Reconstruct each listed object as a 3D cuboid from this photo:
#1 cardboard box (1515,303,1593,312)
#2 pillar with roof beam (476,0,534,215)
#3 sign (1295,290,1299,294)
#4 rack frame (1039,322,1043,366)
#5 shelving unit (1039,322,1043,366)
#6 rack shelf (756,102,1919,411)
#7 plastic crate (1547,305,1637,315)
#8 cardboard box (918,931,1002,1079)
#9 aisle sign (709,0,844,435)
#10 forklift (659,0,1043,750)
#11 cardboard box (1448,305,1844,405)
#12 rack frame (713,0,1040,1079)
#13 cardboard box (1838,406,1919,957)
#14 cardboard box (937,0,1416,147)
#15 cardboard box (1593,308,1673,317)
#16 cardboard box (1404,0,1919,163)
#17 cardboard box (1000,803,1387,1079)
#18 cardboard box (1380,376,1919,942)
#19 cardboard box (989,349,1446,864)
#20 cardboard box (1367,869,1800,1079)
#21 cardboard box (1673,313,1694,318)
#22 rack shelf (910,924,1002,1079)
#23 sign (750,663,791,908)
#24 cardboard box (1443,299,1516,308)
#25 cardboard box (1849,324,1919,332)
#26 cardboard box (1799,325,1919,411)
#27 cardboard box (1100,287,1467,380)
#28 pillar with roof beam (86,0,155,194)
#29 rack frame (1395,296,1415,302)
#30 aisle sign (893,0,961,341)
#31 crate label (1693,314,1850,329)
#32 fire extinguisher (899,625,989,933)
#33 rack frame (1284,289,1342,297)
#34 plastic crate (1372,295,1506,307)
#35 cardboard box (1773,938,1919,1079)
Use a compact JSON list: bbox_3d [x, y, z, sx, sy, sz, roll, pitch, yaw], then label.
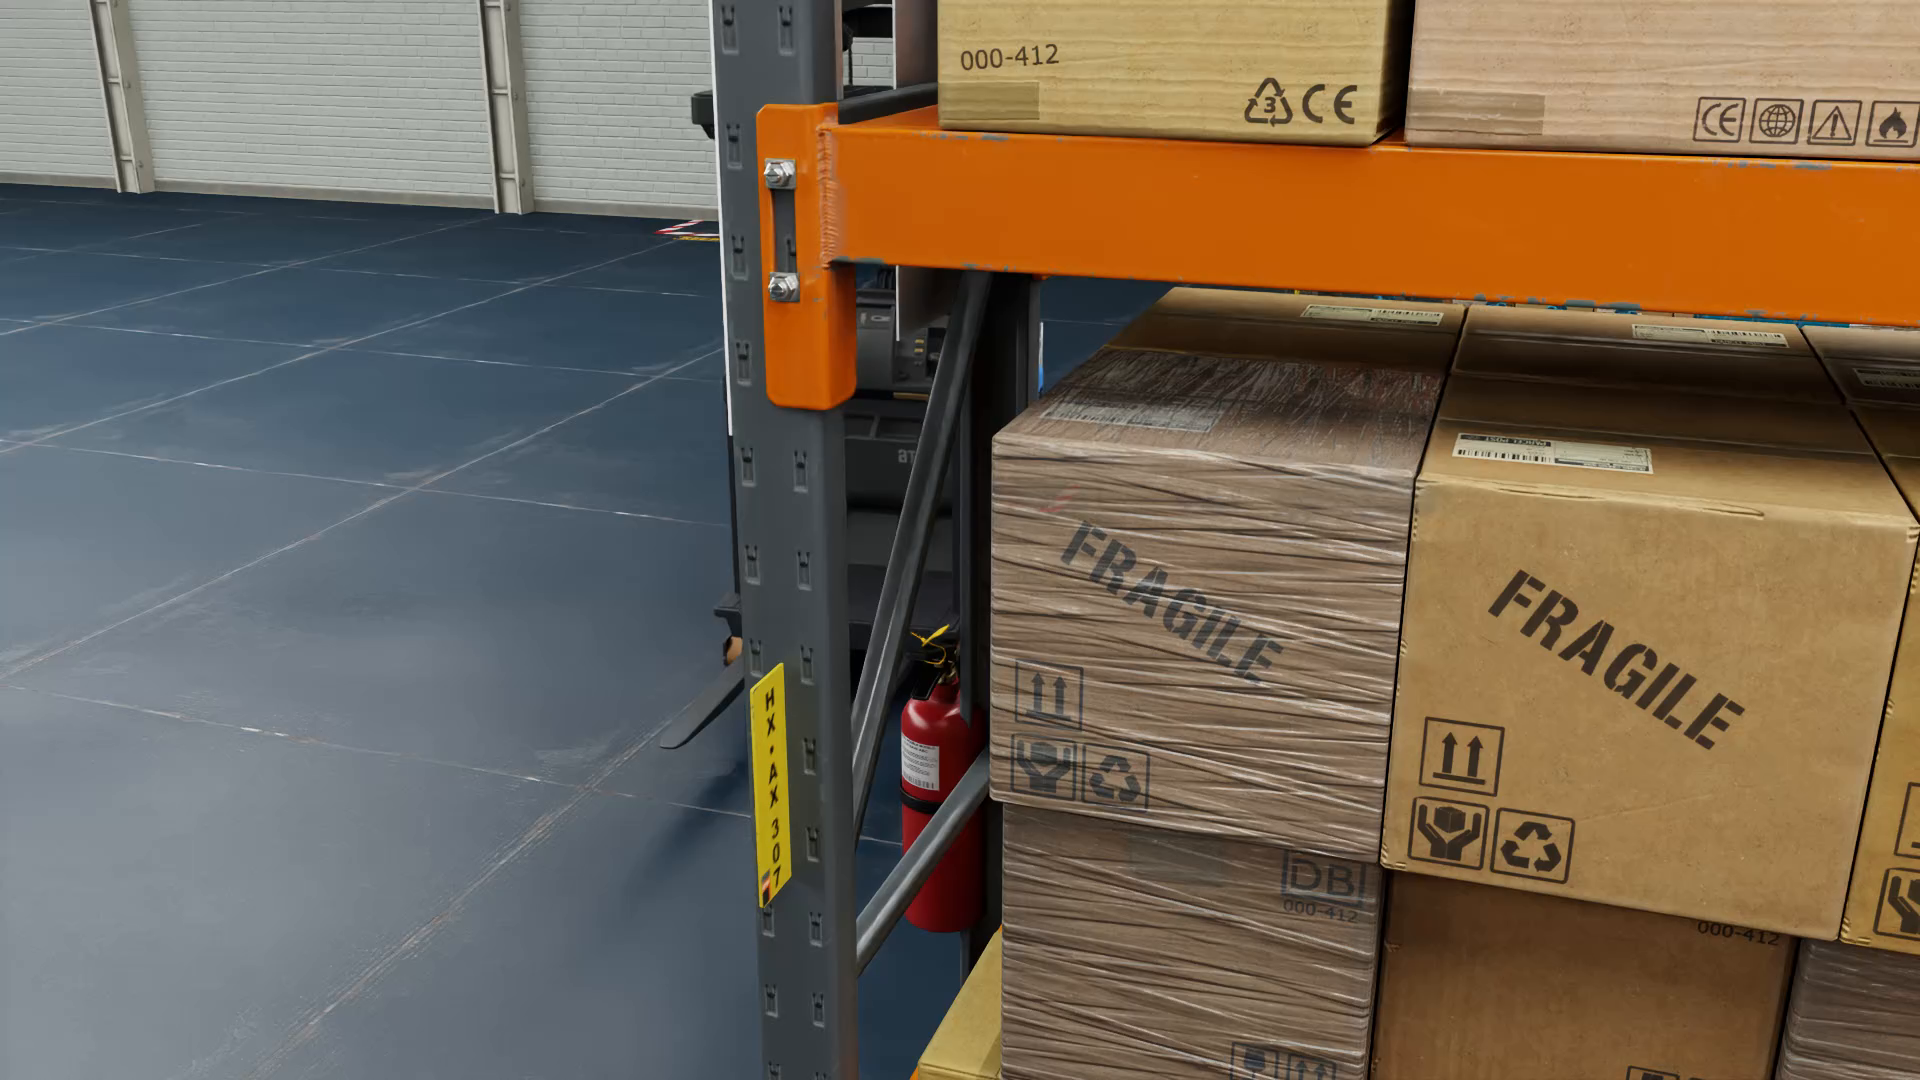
[{"bbox_3d":[4.085,-1.581,11.454,0.500,0.500,0.500,7,20,18],"label":"cardboard box"},{"bbox_3d":[-7.002,-7.032,15.578,0.400,9.000,9.100,7,20,18],"label":"pillar with roof beam"},{"bbox_3d":[1.365,-0.928,6.760,0.005,0.325,0.100,7,20,18],"label":"sign"},{"bbox_3d":[0.398,-0.539,8.798,0.015,1.200,0.240,5,20,13],"label":"rack frame"},{"bbox_3d":[0.161,-0.558,8.855,0.503,1.200,0.258,5,20,13],"label":"shelving unit"},{"bbox_3d":[1.814,-0.288,1.882,4.000,0.370,1.077,7,20,18],"label":"rack shelf"},{"bbox_3d":[2.732,-0.864,7.225,0.408,0.251,0.499,7,20,18],"label":"plastic crate"},{"bbox_3d":[0.115,0.796,2.617,0.250,0.149,0.380,7,20,18],"label":"cardboard box"},{"bbox_3d":[-0.233,-0.569,2.201,0.004,0.787,0.394,7,20,18],"label":"aisle sign"},{"bbox_3d":[-0.423,-0.860,7.090,1.130,2.935,3.031,5,20,13],"label":"forklift"},{"bbox_3d":[0.999,-0.053,2.547,0.500,0.500,0.500,7,20,18],"label":"cardboard box"},{"bbox_3d":[-0.077,0.573,2.874,0.053,2.616,0.949,7,20,18],"label":"rack frame"},{"bbox_3d":[1.297,0.167,1.919,0.500,0.500,0.500,7,20,18],"label":"cardboard box"},{"bbox_3d":[0.295,-0.641,2.028,0.500,0.250,0.500,7,20,20],"label":"cardboard box"},{"bbox_3d":[4.562,-1.531,11.311,0.500,0.500,0.500,7,20,18],"label":"cardboard box"},{"bbox_3d":[0.784,-0.587,1.874,0.500,0.250,0.500,6,20,17],"label":"cardboard box"},{"bbox_3d":[0.435,0.453,2.617,0.500,0.500,0.875,7,20,18],"label":"cardboard box"},{"bbox_3d":[0.824,0.113,2.072,0.500,0.500,0.500,7,20,18],"label":"cardboard box"},{"bbox_3d":[0.354,0.057,2.233,0.500,0.500,0.500,7,20,18],"label":"cardboard box"},{"bbox_3d":[0.947,0.469,2.569,0.500,0.500,0.875,7,20,18],"label":"cardboard box"},{"bbox_3d":[5.028,-1.471,11.140,0.500,0.500,0.500,7,20,18],"label":"cardboard box"},{"bbox_3d":[1.814,1.128,2.376,4.000,0.370,1.077,7,20,18],"label":"rack shelf"},{"bbox_3d":[-0.254,0.332,2.250,0.005,0.325,0.100,7,20,18],"label":"sign"},{"bbox_3d":[3.783,-1.796,12.071,0.500,0.500,0.500,7,20,18],"label":"cardboard box"},{"bbox_3d":[5.979,-1.369,10.847,0.500,0.500,0.500,7,20,18],"label":"cardboard box"},{"bbox_3d":[1.471,0.002,2.390,0.500,0.500,0.500,7,20,18],"label":"cardboard box"},{"bbox_3d":[0.525,-0.105,2.697,0.500,0.500,0.500,7,20,18],"label":"cardboard box"},{"bbox_3d":[-12.670,-7.680,17.437,0.400,9.000,9.100,7,20,18],"label":"pillar with roof beam"},{"bbox_3d":[3.179,-2.507,11.712,0.127,3.000,1.000,7,20,18],"label":"rack frame"},{"bbox_3d":[-0.036,-0.755,2.736,0.004,0.787,0.394,7,20,18],"label":"aisle sign"},{"bbox_3d":[3.377,-0.870,6.960,0.616,0.435,0.502,7,20,18],"label":"crate label"},{"bbox_3d":[-0.033,0.453,3.336,0.183,0.674,0.296,7,20,18],"label":"fire extinguisher"},{"bbox_3d":[1.550,-0.968,7.295,0.127,3.000,1.000,7,20,18],"label":"rack frame"},{"bbox_3d":[2.121,-0.936,7.431,0.616,0.251,0.499,7,20,18],"label":"plastic crate"},{"bbox_3d":[1.405,0.537,2.375,0.500,0.500,0.875,7,20,18],"label":"cardboard box"}]
